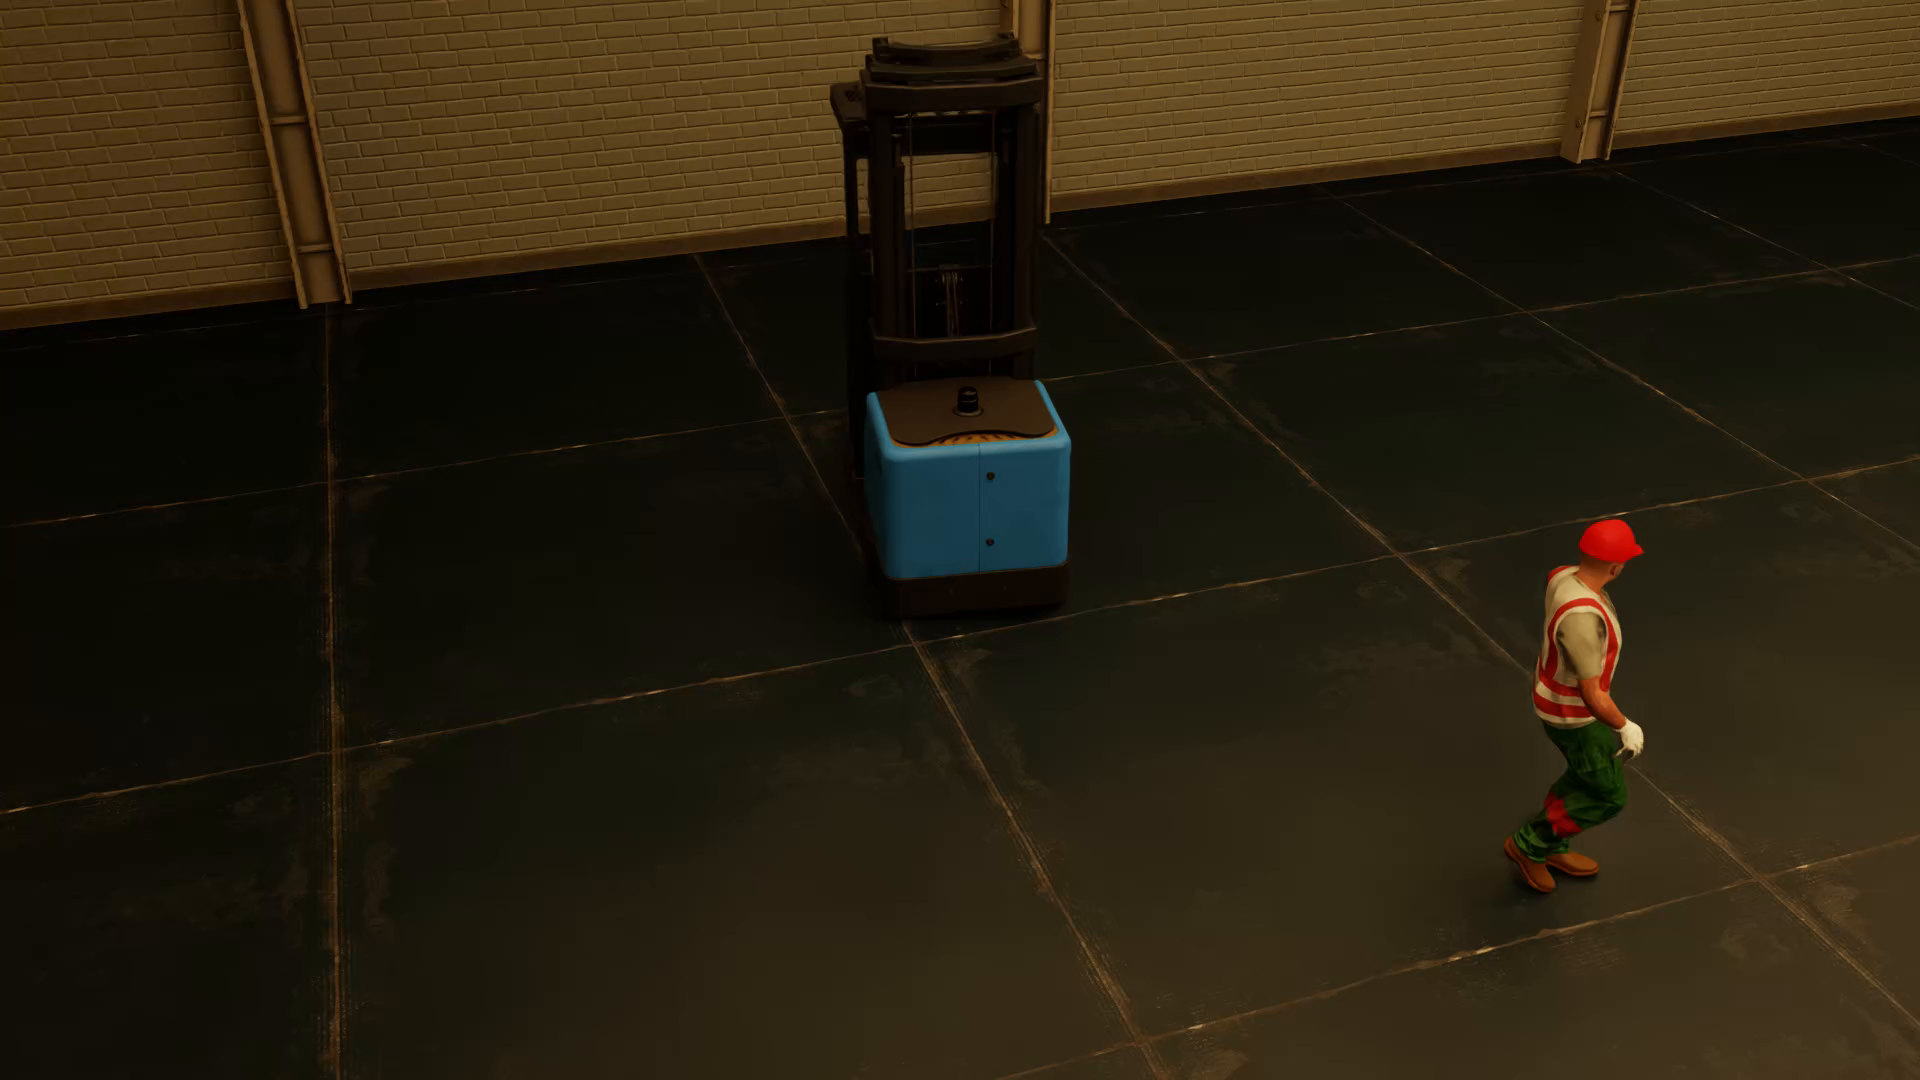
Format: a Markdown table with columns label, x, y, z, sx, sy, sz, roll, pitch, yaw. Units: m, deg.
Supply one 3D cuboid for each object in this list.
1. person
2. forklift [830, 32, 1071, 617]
| label | x | y | z | sx | sy | sz | roll | pitch | yaw |
| --- | --- | --- | --- | --- | --- | --- | --- | --- | --- |
| person | 2.660 | 0.682 | 7.089 | 0.480 | 1.748 | 0.787 | 10 | 31 | 17 |
| forklift | -0.145 | -1.563 | 9.804 | 1.130 | 2.935 | 3.031 | -5 | 30 | -8 |
